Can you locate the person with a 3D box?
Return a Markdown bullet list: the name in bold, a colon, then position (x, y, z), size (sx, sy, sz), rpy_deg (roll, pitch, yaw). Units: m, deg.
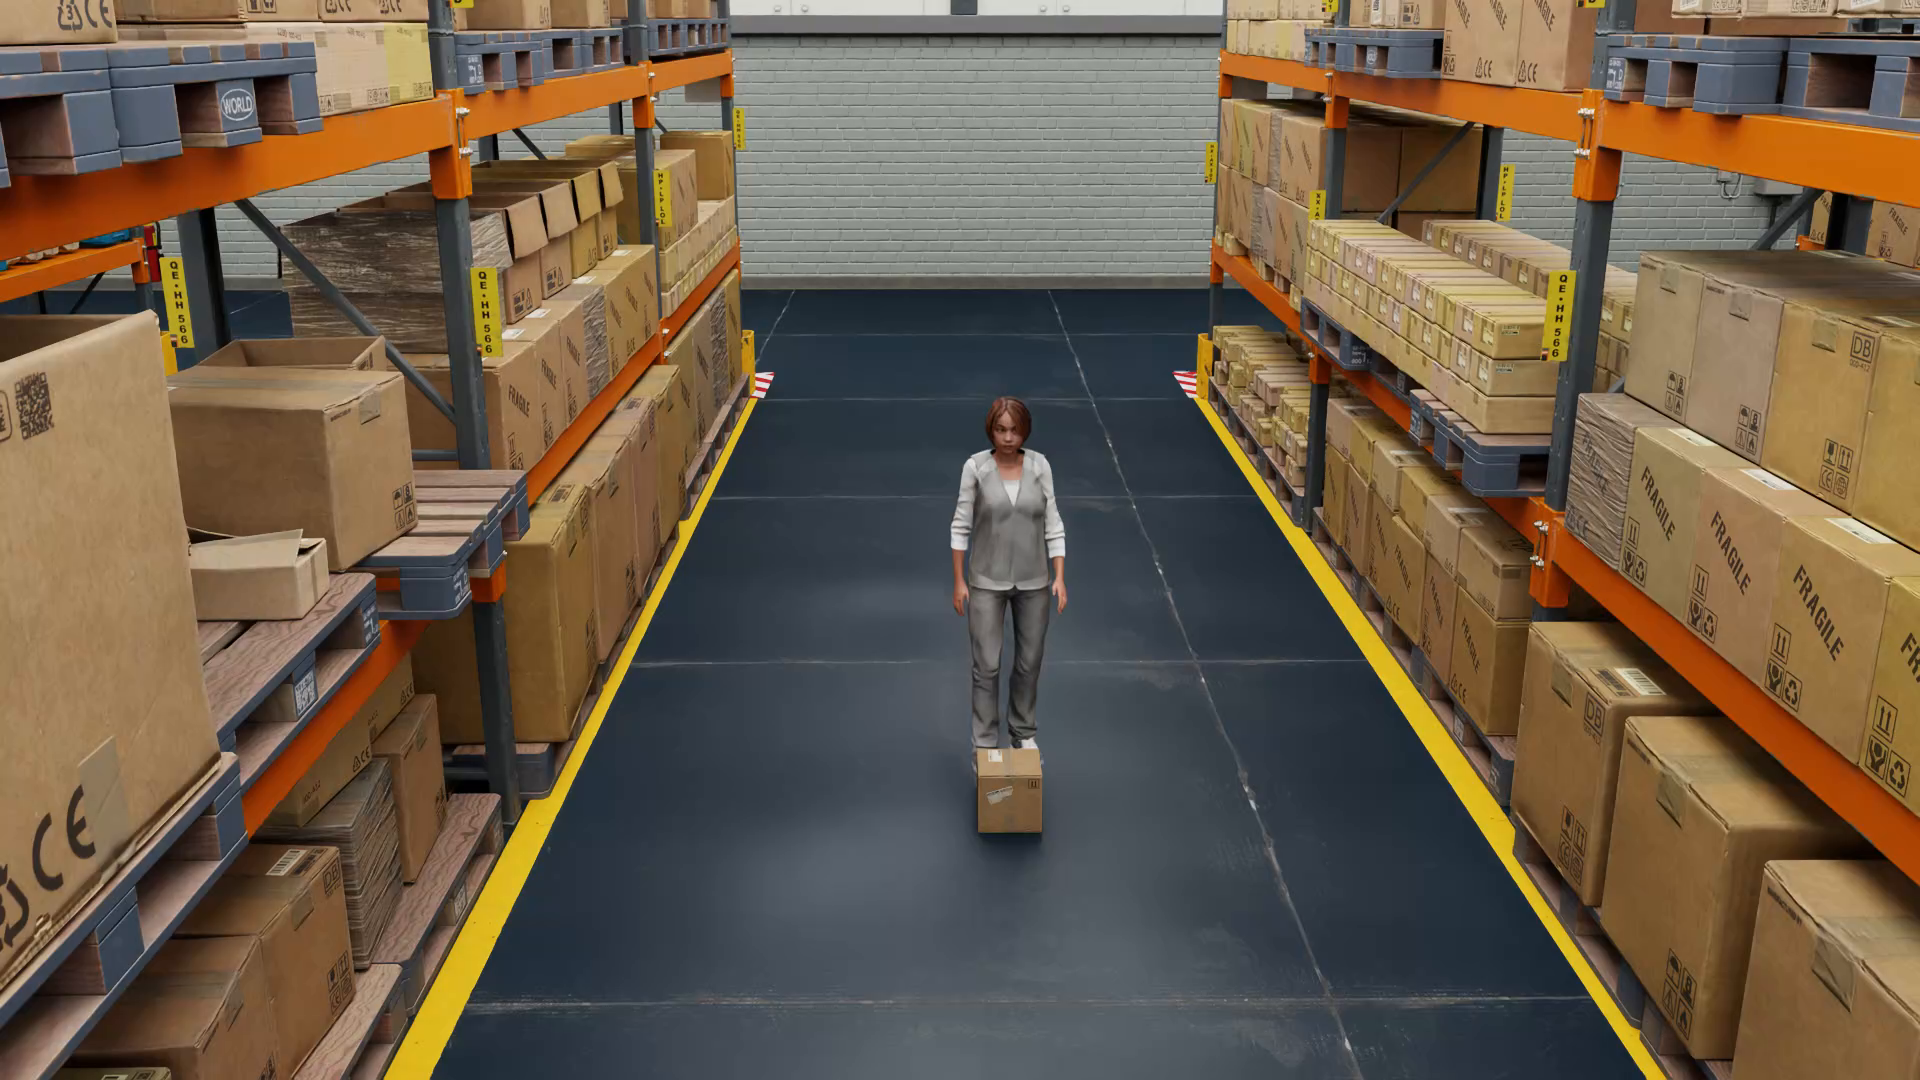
- **person**: position (0.206, 0.219, 6.854), size (0.450, 1.615, 0.436), rpy_deg (-3, 18, -9)
